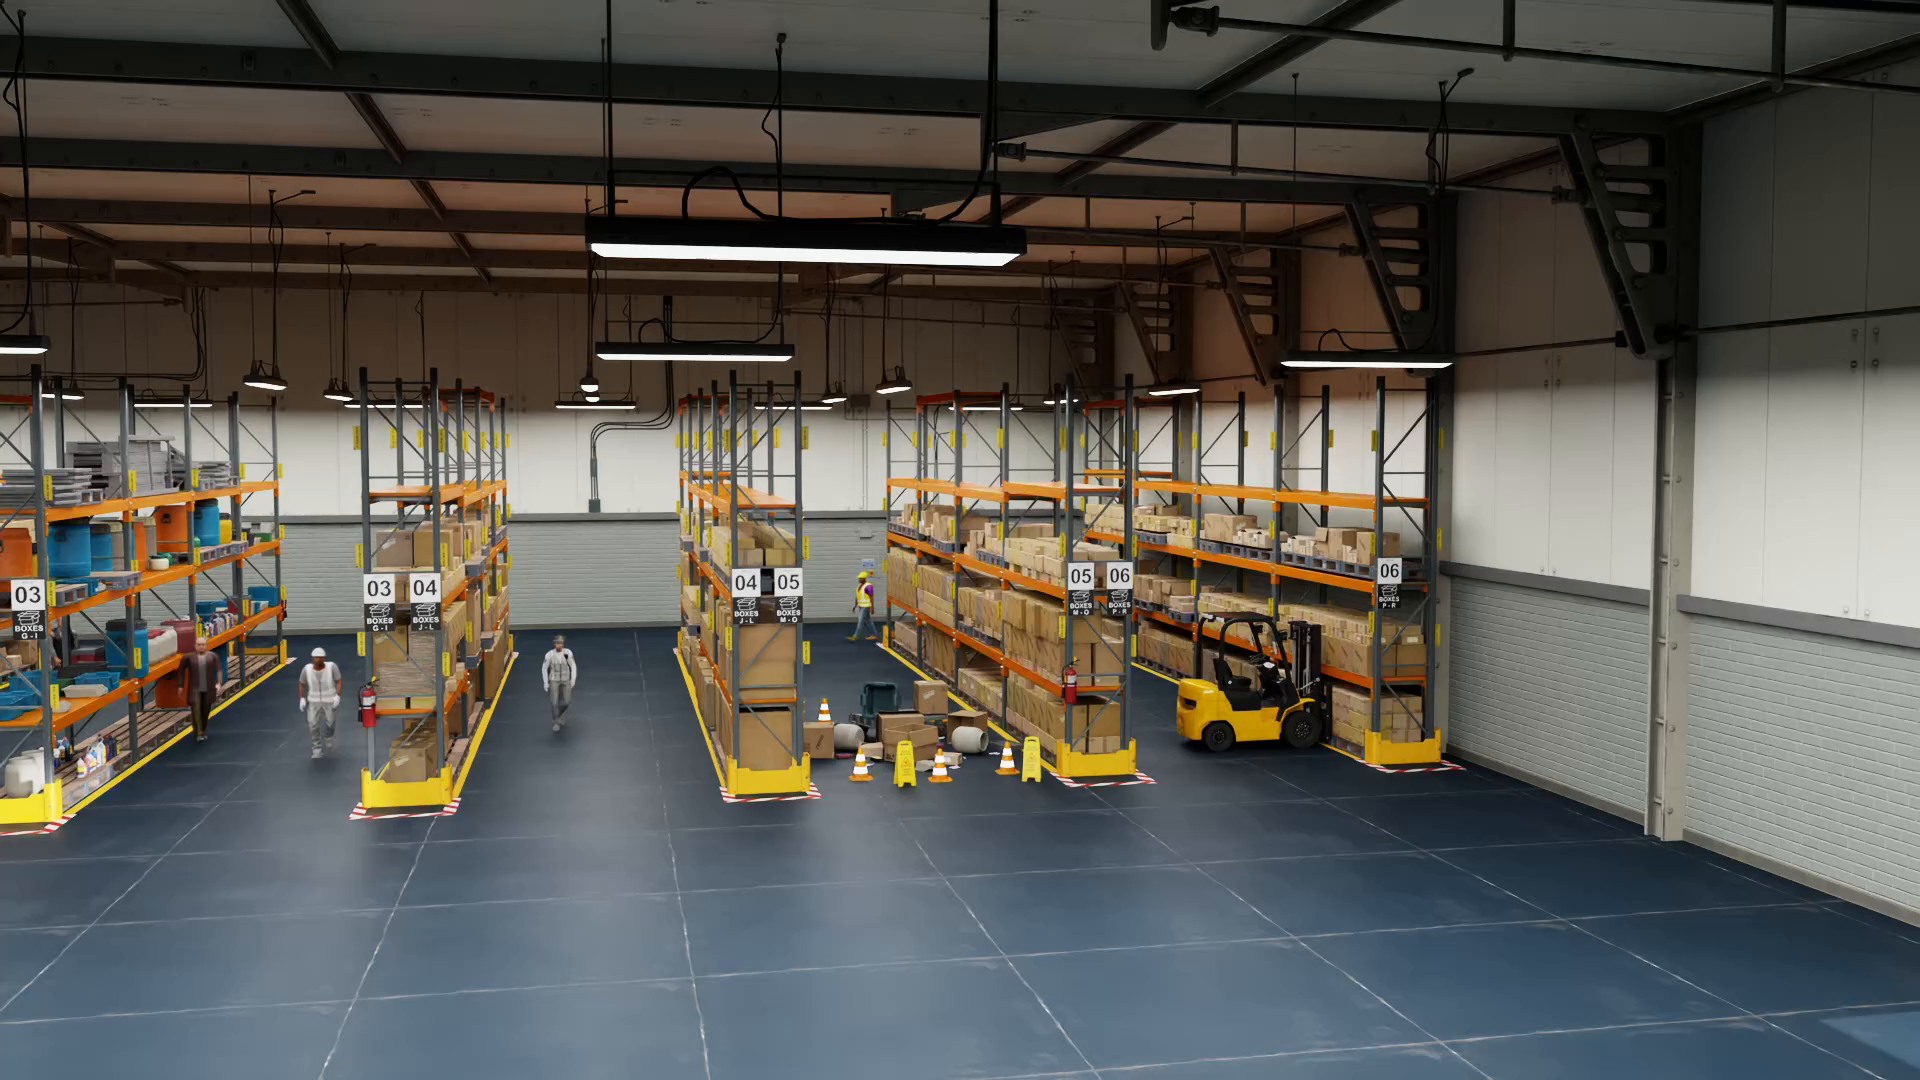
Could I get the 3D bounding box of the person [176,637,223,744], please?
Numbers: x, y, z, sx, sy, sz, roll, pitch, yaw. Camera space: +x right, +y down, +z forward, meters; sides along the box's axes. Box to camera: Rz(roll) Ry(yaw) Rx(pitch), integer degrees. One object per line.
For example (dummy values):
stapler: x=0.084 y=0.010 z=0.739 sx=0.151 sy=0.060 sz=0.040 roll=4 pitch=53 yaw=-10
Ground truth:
person: x=-12.564 y=2.583 z=27.548 sx=0.669 sy=1.568 sz=1.107 roll=-3 pitch=4 yaw=-40

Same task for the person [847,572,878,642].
person: x=-2.449 y=1.663 z=41.532 sx=0.895 sy=1.741 sz=0.607 roll=-2 pitch=4 yaw=-30

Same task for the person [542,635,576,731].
person: x=-6.984 y=2.463 z=28.964 sx=0.583 sy=1.659 sz=0.529 roll=-1 pitch=4 yaw=-18

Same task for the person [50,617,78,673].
person: x=-17.055 y=2.272 z=31.621 sx=0.506 sy=1.657 sz=1.015 roll=-2 pitch=4 yaw=-26

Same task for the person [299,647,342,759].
person: x=-10.163 y=2.560 z=26.445 sx=0.647 sy=1.757 sz=0.666 roll=-1 pitch=4 yaw=-15
